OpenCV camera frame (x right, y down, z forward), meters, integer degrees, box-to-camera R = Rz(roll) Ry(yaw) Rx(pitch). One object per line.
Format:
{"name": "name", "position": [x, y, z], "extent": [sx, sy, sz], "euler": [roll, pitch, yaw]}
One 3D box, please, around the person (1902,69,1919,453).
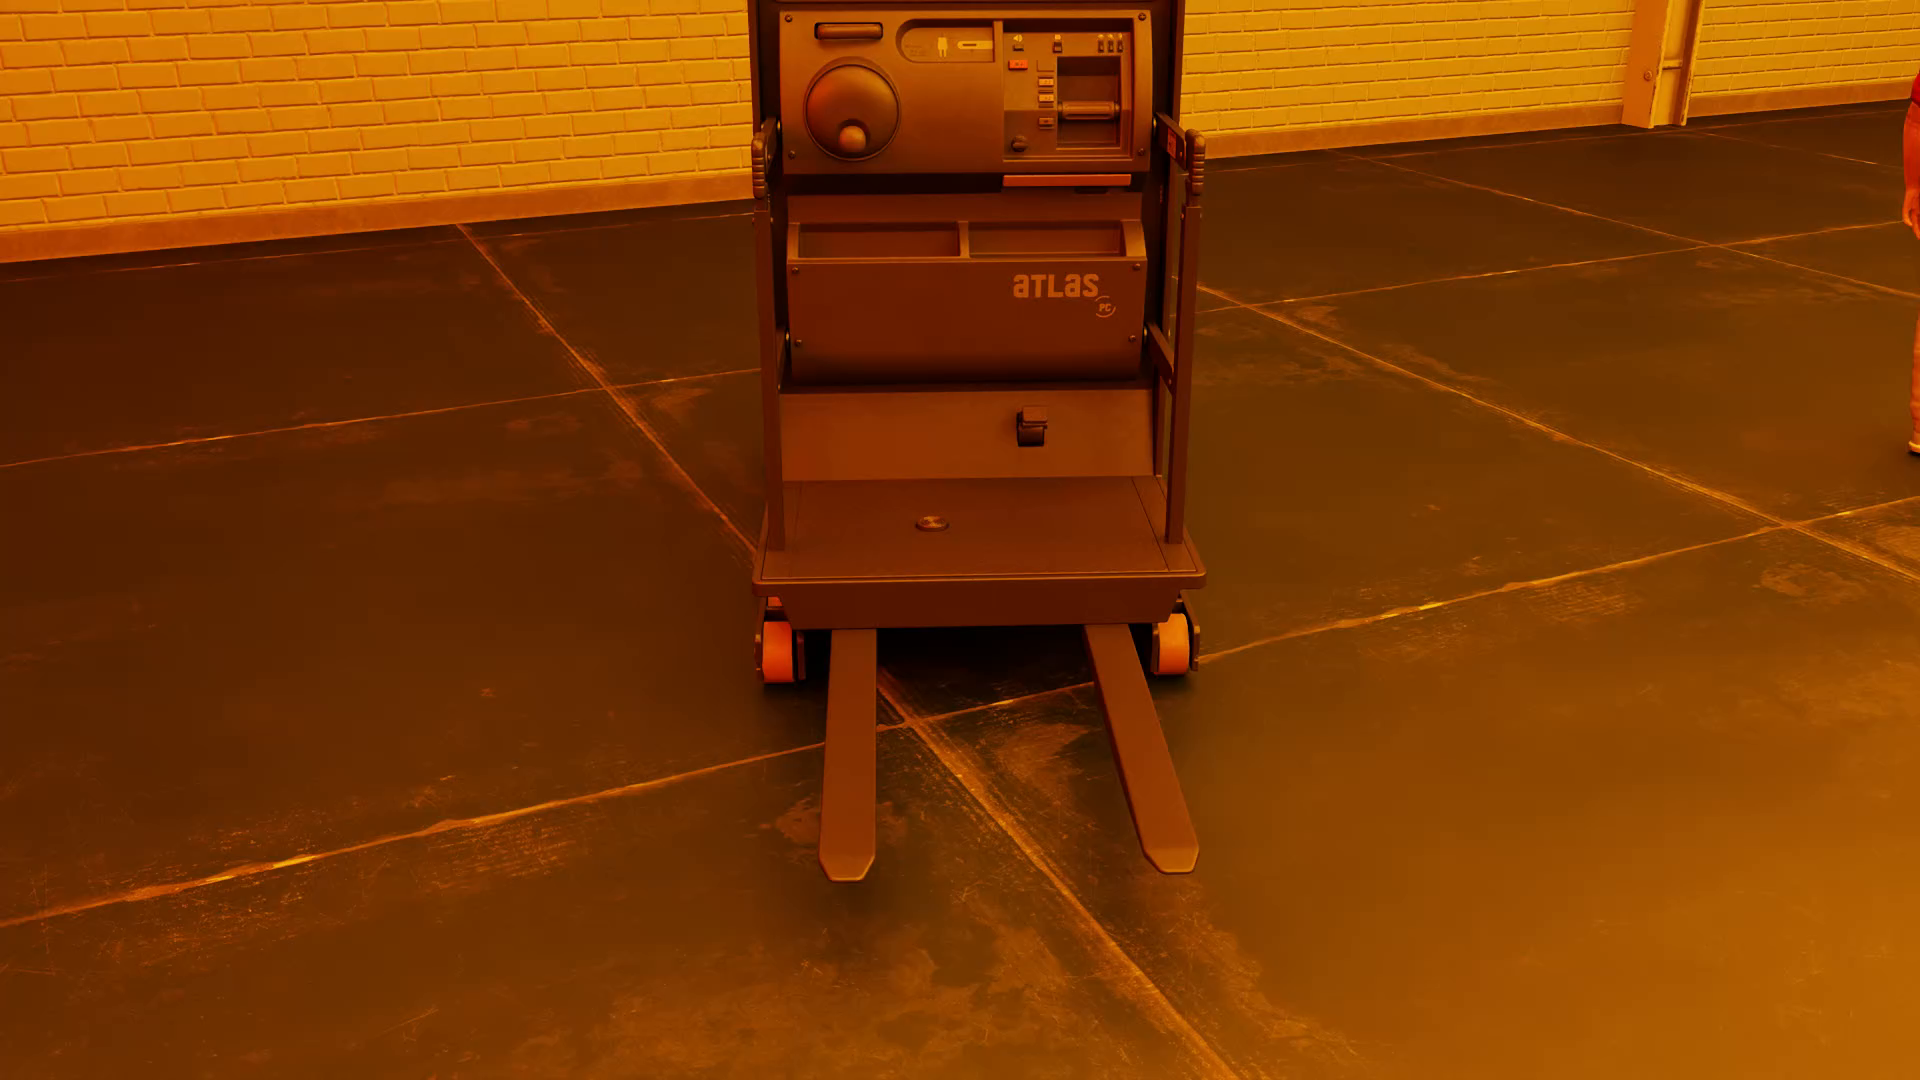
{"name": "person", "position": [3.482, -1.115, 5.516], "extent": [0.550, 1.729, 0.642], "euler": [-14, 27, -31]}

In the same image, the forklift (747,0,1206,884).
{"name": "forklift", "position": [0.028, -1.113, 3.964], "extent": [1.130, 2.935, 3.031], "euler": [-1, 23, -2]}
